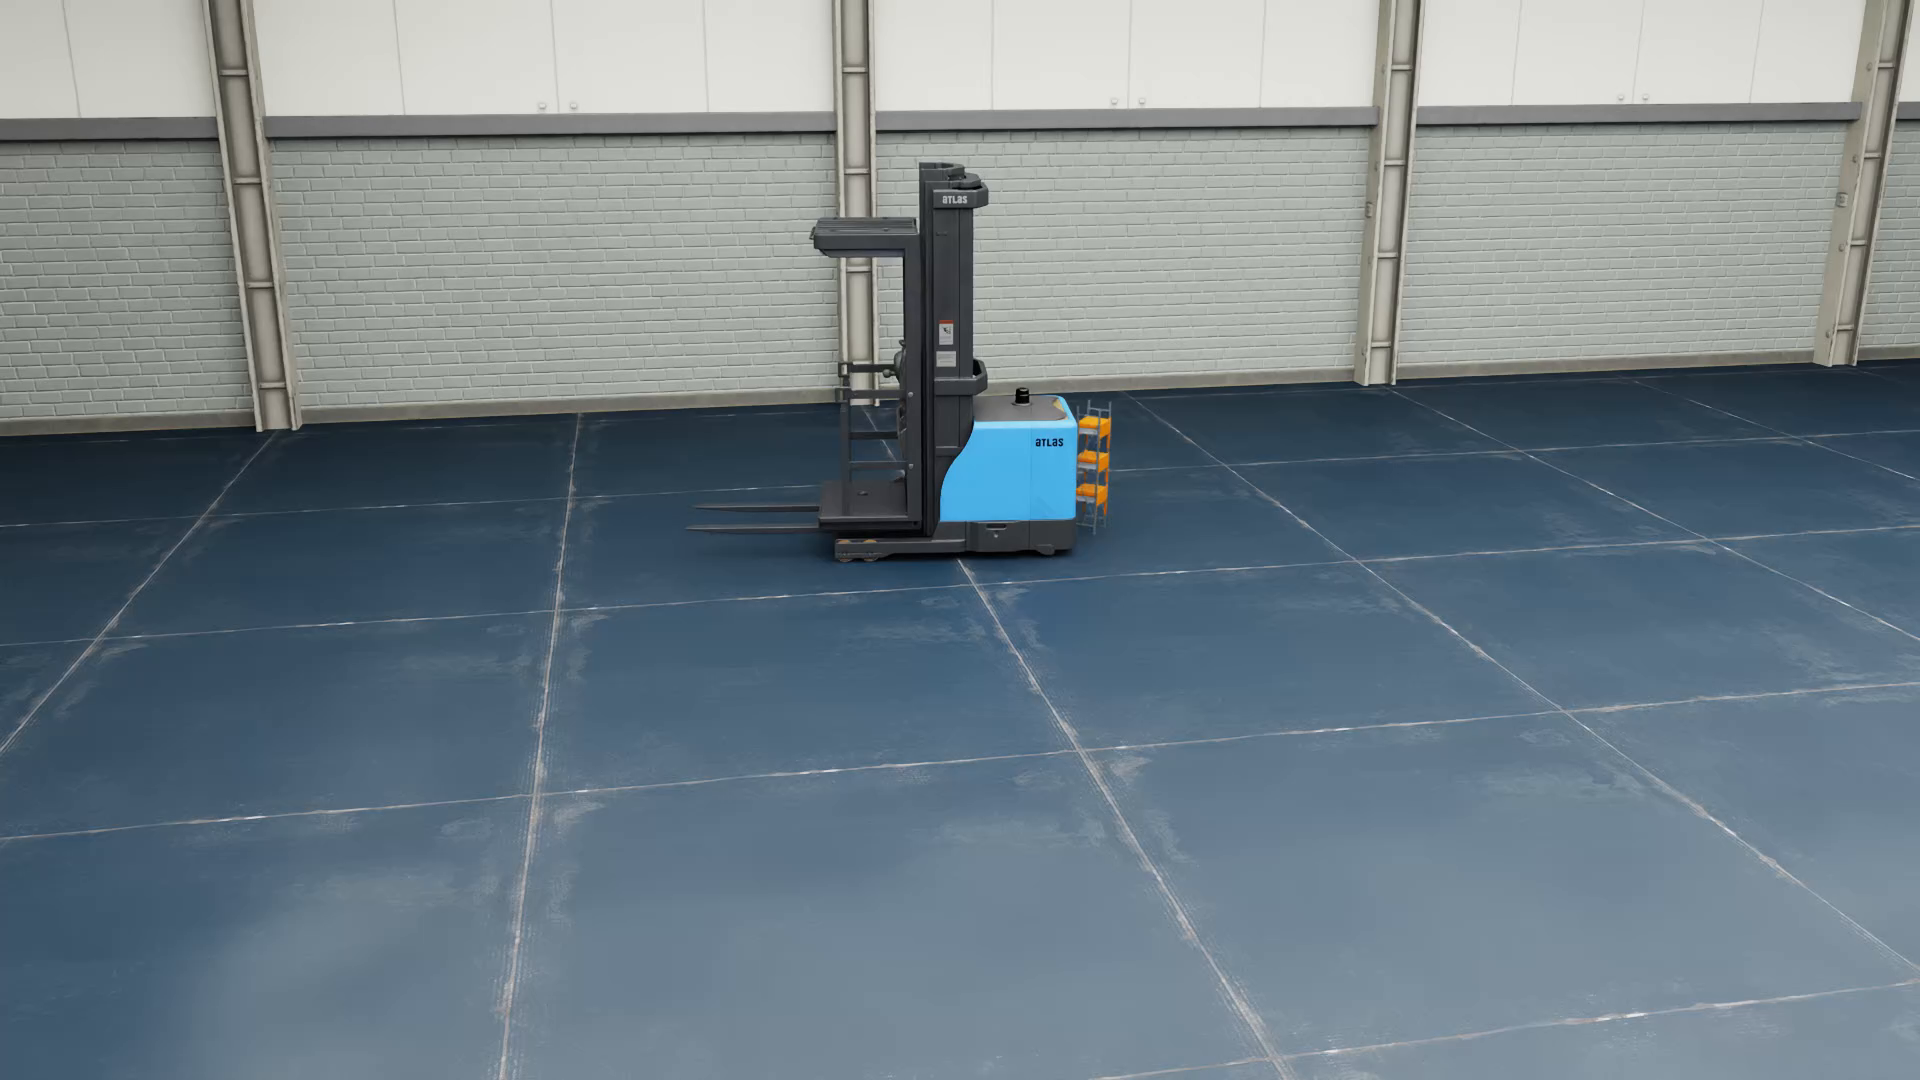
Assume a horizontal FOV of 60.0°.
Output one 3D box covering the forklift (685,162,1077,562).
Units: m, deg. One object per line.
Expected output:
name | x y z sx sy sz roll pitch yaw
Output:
forklift | -0.628 -1.392 12.852 3.031 2.935 1.130 -1 17 -3

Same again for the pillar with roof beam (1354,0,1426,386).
pillar with roof beam | 5.613 -4.885 13.891 0.400 9.000 9.100 -3 17 -10

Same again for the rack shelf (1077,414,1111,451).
rack shelf | 1.067 -0.847 13.338 0.215 0.259 0.240 9 20 23

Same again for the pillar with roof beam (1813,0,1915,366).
pillar with roof beam | 11.504 -5.220 14.979 0.400 9.000 9.100 -3 17 -10

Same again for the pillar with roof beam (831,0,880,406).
pillar with roof beam | -0.278 -4.551 12.803 0.400 9.000 9.100 -3 17 -10

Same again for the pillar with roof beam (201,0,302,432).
pillar with roof beam | -6.169 -4.217 11.715 0.400 9.000 9.100 -3 17 -10

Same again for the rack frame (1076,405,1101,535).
rack frame | 1.010 -0.554 13.318 0.200 1.050 0.008 9 20 23

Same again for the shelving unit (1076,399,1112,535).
shelving unit | 1.061 -0.588 13.423 0.215 1.050 0.252 9 20 23

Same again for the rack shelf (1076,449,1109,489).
rack shelf | 1.061 -0.578 13.427 0.215 0.259 0.240 9 20 23

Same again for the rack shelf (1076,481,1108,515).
rack shelf | 1.056 -0.313 13.513 0.215 0.259 0.240 9 20 23

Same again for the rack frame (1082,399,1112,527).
rack frame | 1.112 -0.621 13.529 0.200 1.050 0.008 9 20 23
